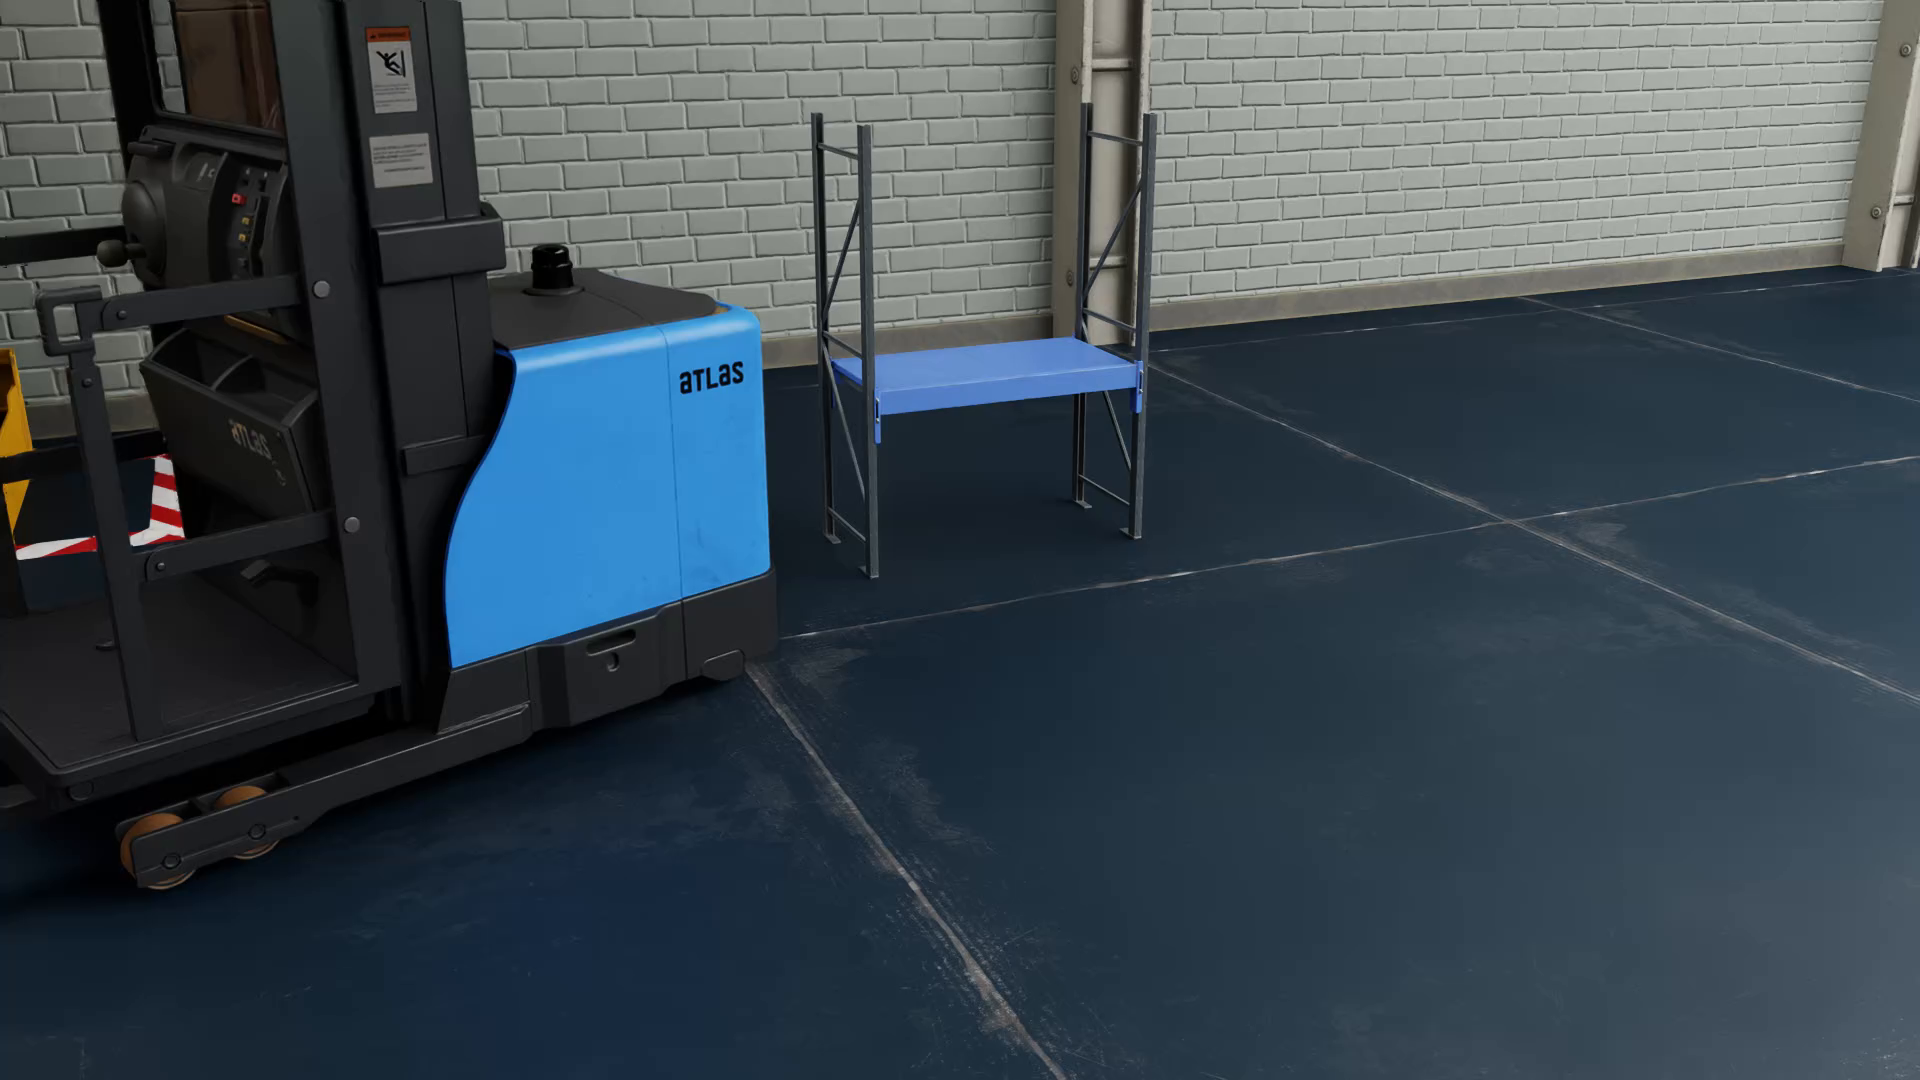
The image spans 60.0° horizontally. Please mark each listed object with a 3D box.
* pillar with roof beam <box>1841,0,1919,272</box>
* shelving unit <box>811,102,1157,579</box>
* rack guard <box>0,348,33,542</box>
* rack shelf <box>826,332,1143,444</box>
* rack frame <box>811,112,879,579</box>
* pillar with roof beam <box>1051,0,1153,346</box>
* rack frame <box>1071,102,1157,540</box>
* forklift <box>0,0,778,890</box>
[{"bbox_3d":[7.952,-4.800,6.104,0.400,9.000,9.100,-8,21,-22],"label":"pillar with roof beam"},{"bbox_3d":[0.078,-0.719,5.805,1.048,1.500,0.538,-8,21,-22],"label":"shelving unit"},{"bbox_3d":[-3.753,-0.345,6.249,0.348,0.500,1.175,-8,21,-22],"label":"rack guard"},{"bbox_3d":[0.078,-0.549,5.865,1.000,0.185,0.538,-8,21,-22],"label":"rack shelf"},{"bbox_3d":[-0.388,-0.652,5.615,0.032,1.500,0.500,-8,21,-22],"label":"rack frame"},{"bbox_3d":[2.443,-4.010,3.862,0.400,9.000,9.100,-8,21,-22],"label":"pillar with roof beam"},{"bbox_3d":[0.545,-0.786,5.995,0.032,1.500,0.500,-8,21,-22],"label":"rack frame"},{"bbox_3d":[-1.953,-0.785,3.838,3.031,2.935,1.130,-18,26,-41],"label":"forklift"}]
